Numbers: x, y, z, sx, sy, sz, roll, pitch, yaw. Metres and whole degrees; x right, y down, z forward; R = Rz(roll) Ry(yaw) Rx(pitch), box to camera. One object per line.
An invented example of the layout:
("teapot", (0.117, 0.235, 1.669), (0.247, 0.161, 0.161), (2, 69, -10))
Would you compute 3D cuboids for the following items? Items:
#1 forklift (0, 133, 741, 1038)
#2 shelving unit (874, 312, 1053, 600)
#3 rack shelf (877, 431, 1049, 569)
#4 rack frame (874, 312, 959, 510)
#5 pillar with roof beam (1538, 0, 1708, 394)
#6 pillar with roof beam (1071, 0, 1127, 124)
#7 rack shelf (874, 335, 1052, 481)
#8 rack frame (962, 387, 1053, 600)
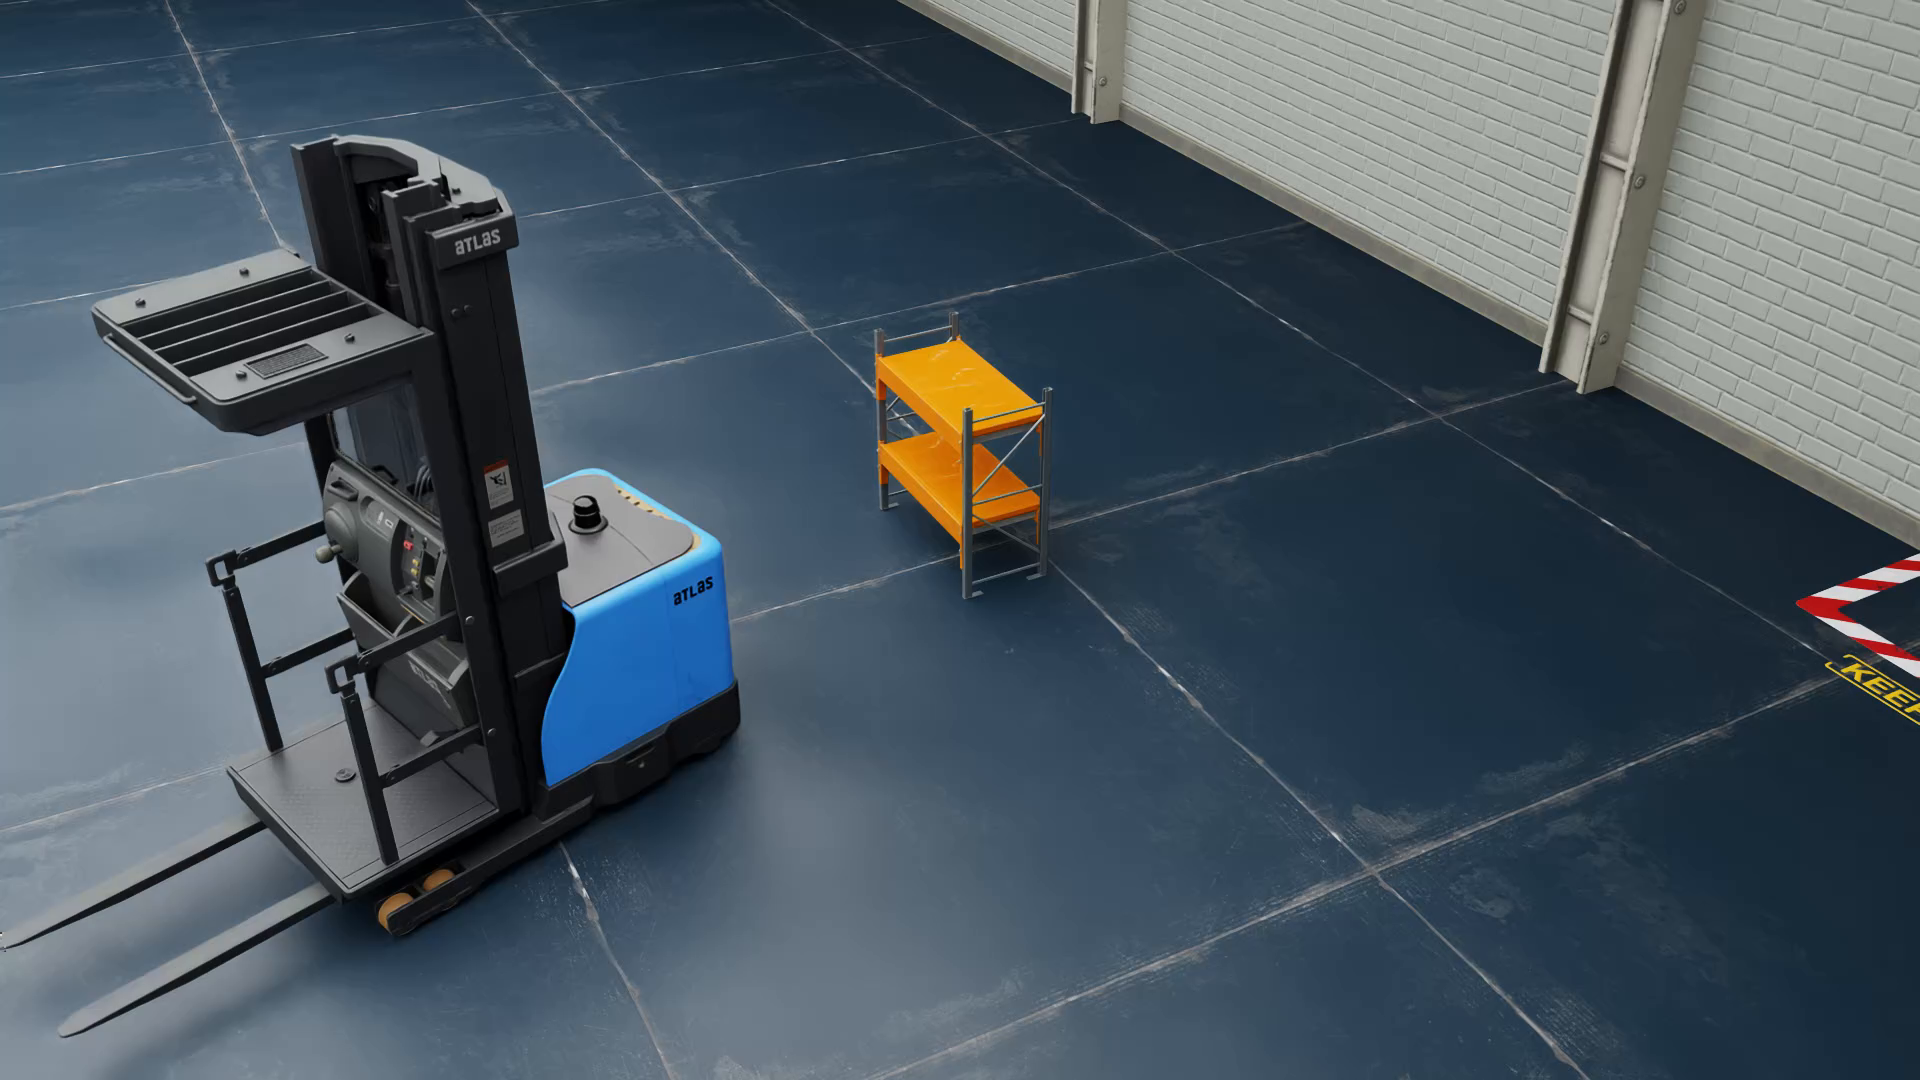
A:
("forklift", (-2.426, 0.055, 6.465), (1.130, 2.935, 3.031), (28, 42, 36))
("shelving unit", (0.003, -0.470, 8.960), (0.538, 1.125, 1.048), (-16, 36, -23))
("rack shelf", (0.003, -0.265, 9.092), (0.538, 0.278, 1.000), (-16, 36, -23))
("rack frame", (-0.234, -0.713, 9.339), (0.500, 1.125, 0.032), (-16, 36, -23))
("pillar with roof beam", (0.252, -3.778, 6.825), (9.100, 9.000, 0.400), (-16, 36, -23))
("pillar with roof beam", (-2.546, -6.642, 11.294), (9.100, 9.000, 0.400), (-16, 36, -23))
("rack shelf", (0.003, -0.717, 8.802), (0.538, 0.278, 1.000), (-16, 36, -23))
("rack frame", (0.240, -0.228, 8.582), (0.500, 1.125, 0.032), (-16, 36, -23))
